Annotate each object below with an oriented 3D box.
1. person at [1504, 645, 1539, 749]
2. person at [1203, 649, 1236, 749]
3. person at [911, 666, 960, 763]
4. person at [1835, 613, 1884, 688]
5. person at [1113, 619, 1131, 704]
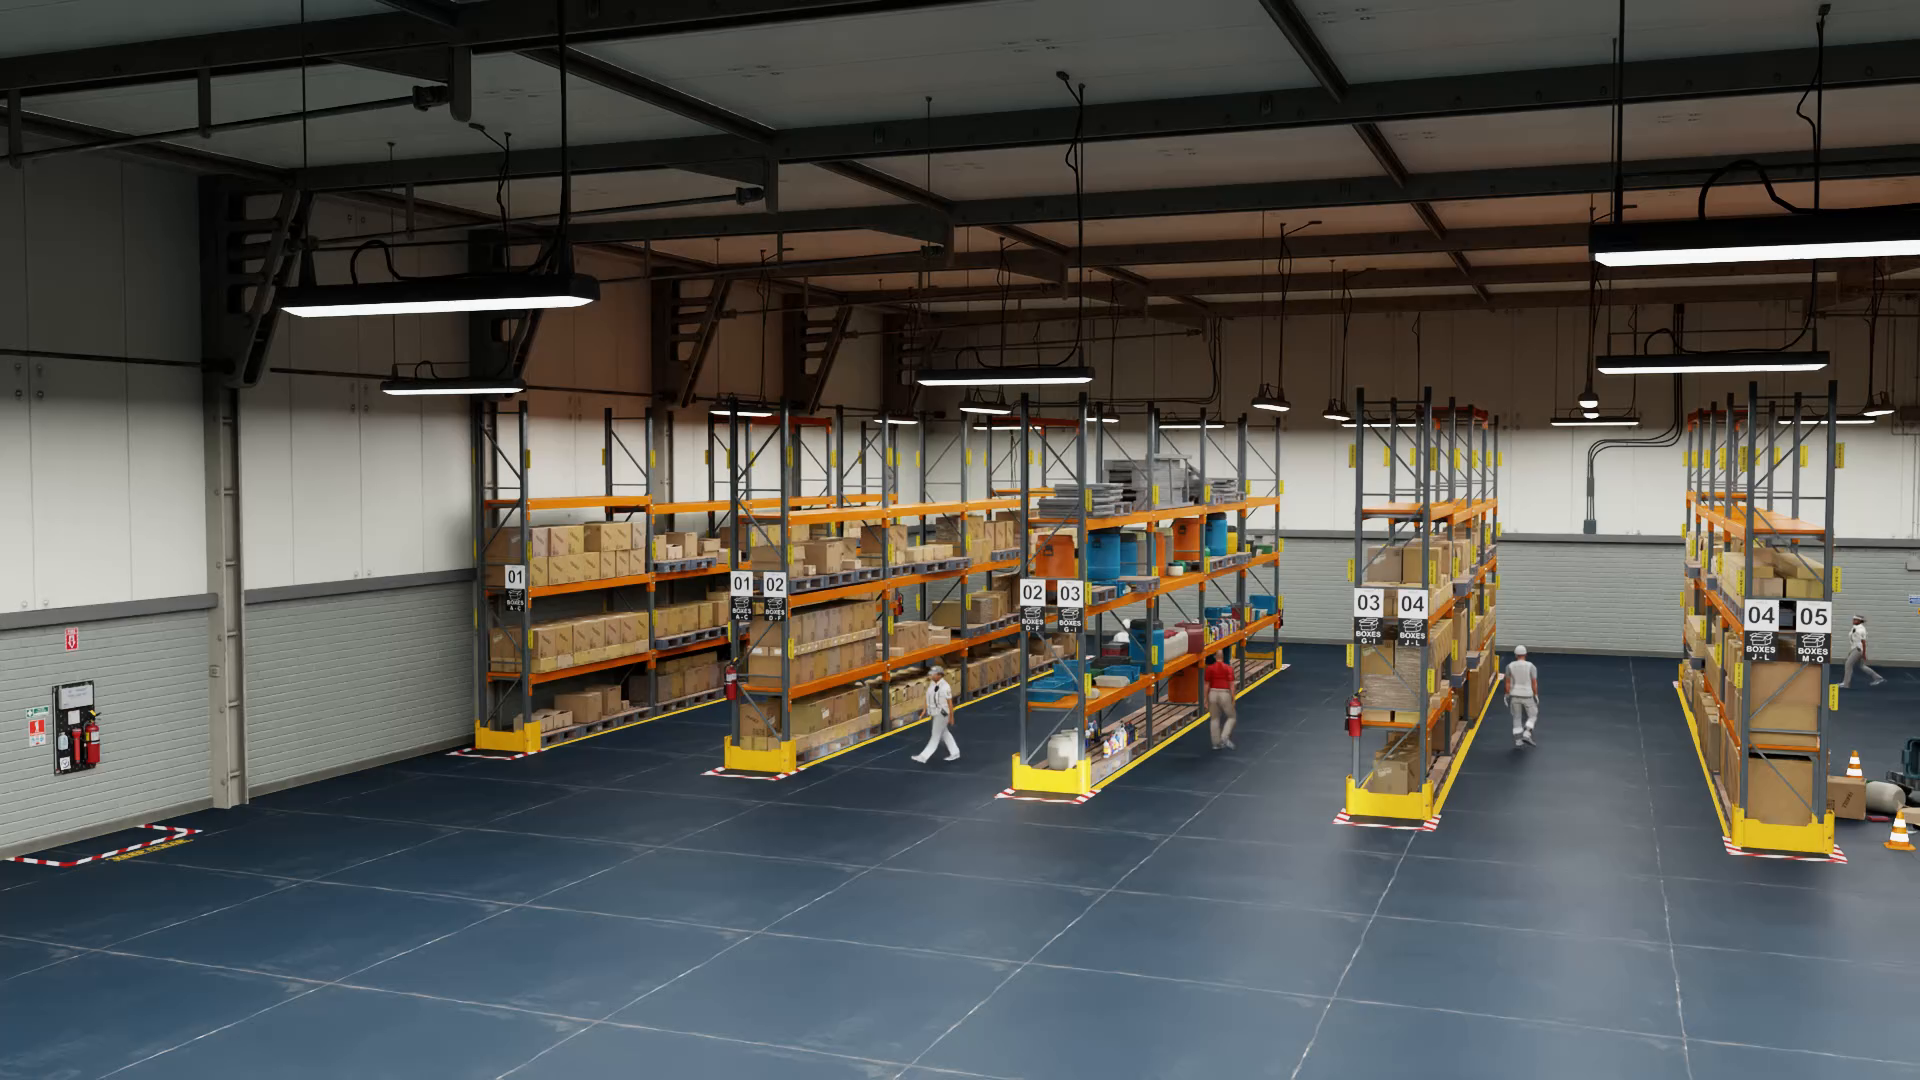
[{"bbox_3d":[9.688,2.716,28.709,0.575,1.790,0.530,1,3,25],"label":"person"},{"bbox_3d":[4.483,2.747,28.653,0.587,1.723,0.482,2,3,29],"label":"person"},{"bbox_3d":[-0.418,2.857,27.252,1.059,1.602,0.503,-2,3,-29],"label":"person"},{"bbox_3d":[19.596,2.406,36.189,0.965,1.639,0.437,1,3,21],"label":"person"},{"bbox_3d":[3.387,2.488,34.123,0.609,1.717,0.718,0,3,7],"label":"person"}]
